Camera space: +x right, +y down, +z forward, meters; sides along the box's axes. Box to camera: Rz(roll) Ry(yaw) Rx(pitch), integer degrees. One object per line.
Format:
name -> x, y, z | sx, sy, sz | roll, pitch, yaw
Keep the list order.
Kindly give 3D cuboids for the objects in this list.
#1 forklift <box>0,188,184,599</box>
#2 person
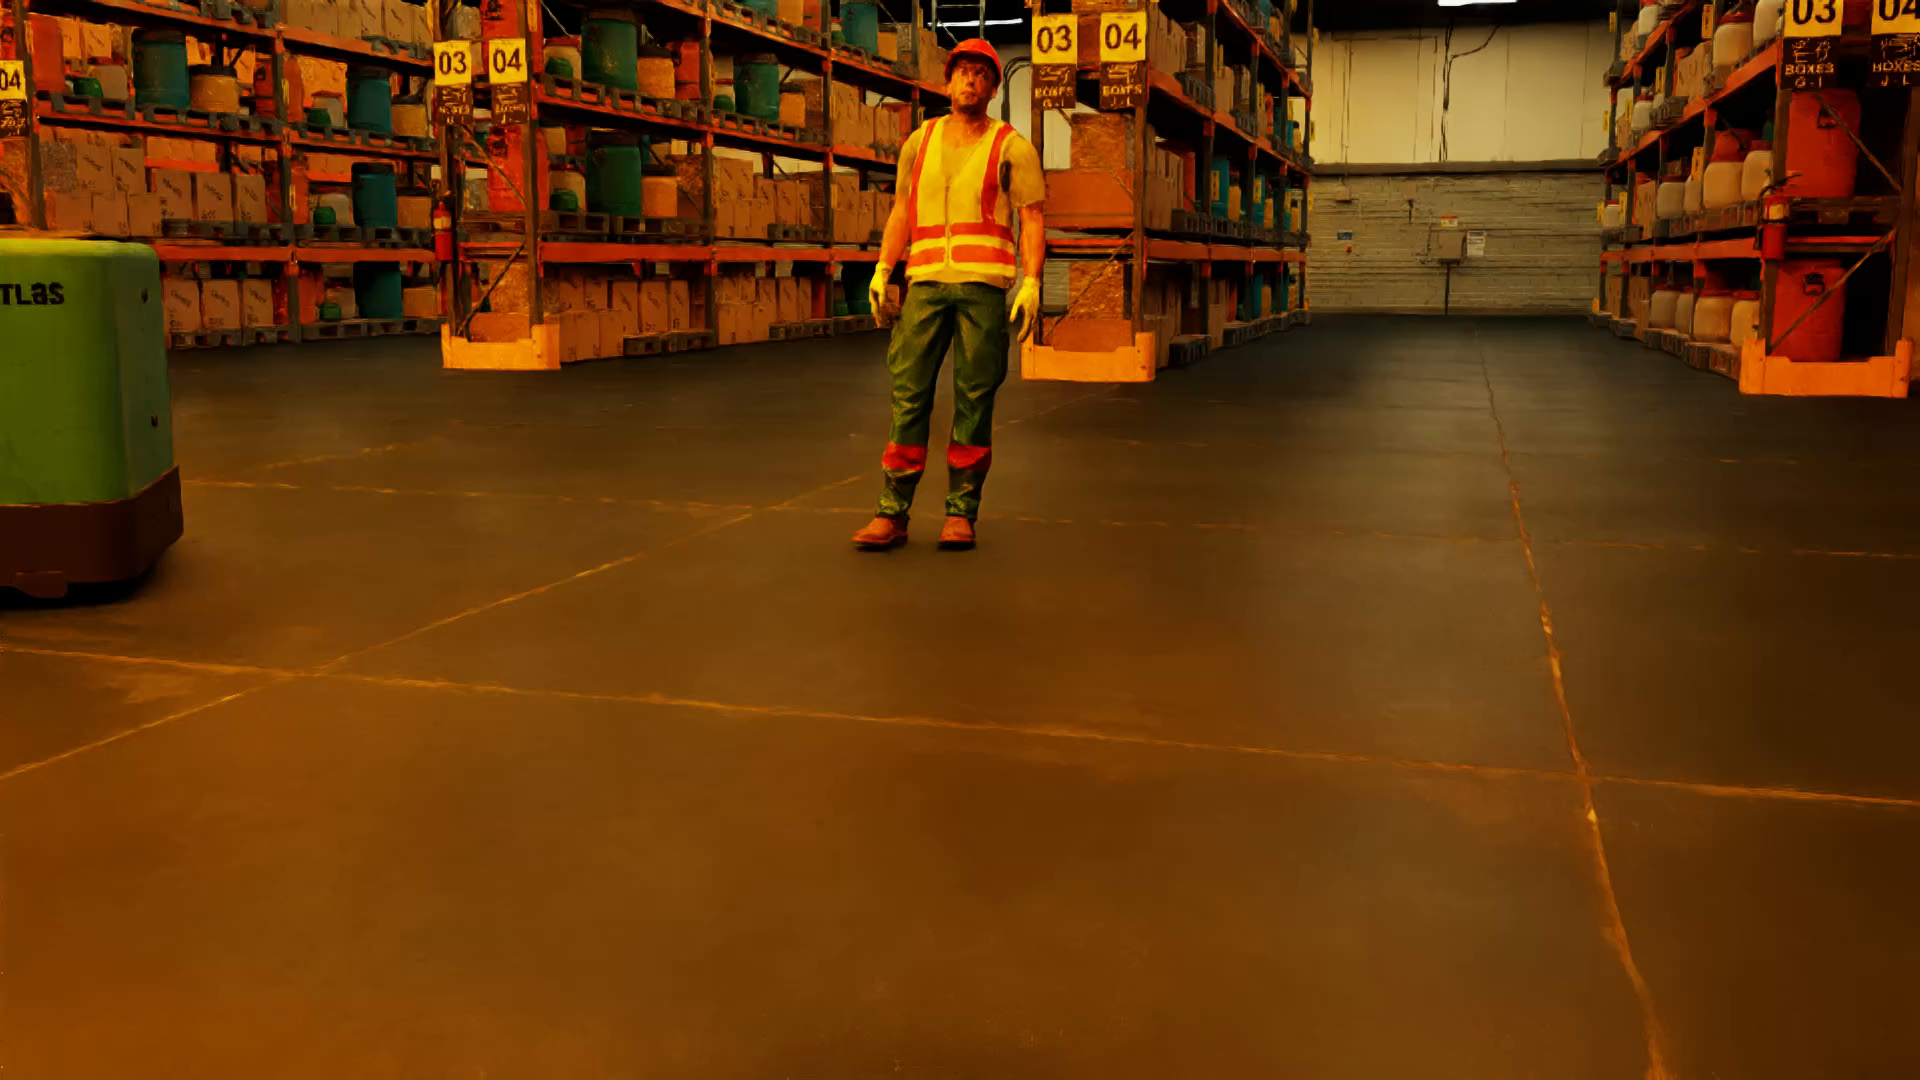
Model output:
forklift -> -4.061, -1.265, 4.797 | 3.031, 2.935, 1.130 | -3, 10, -17
person -> -0.034, -0.877, 5.914 | 0.637, 1.787, 0.563 | 3, 10, 16
